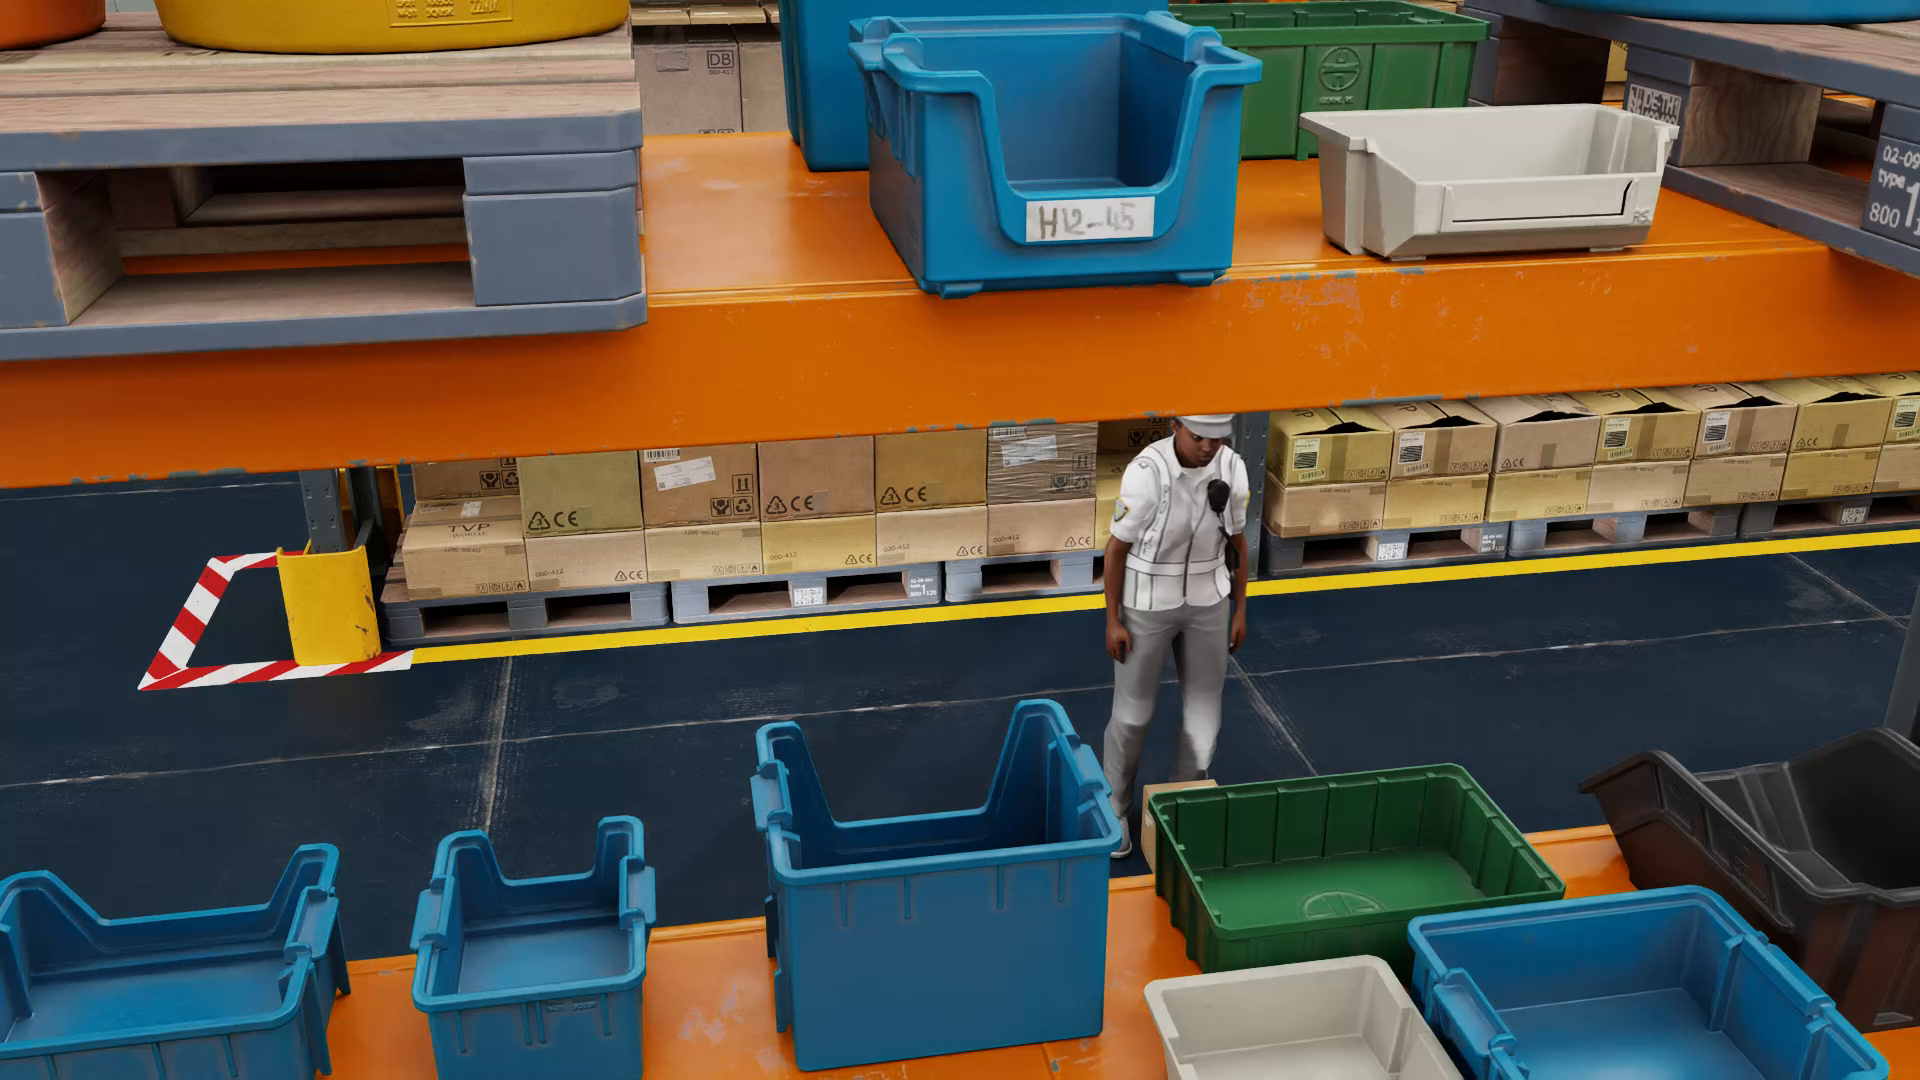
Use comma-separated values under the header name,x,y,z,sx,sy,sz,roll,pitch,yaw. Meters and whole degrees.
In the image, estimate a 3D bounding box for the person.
name,x,y,z,sx,sy,sz,roll,pitch,yaw
person,0.710,0.253,5.518,0.514,1.657,0.398,-5,24,-10
